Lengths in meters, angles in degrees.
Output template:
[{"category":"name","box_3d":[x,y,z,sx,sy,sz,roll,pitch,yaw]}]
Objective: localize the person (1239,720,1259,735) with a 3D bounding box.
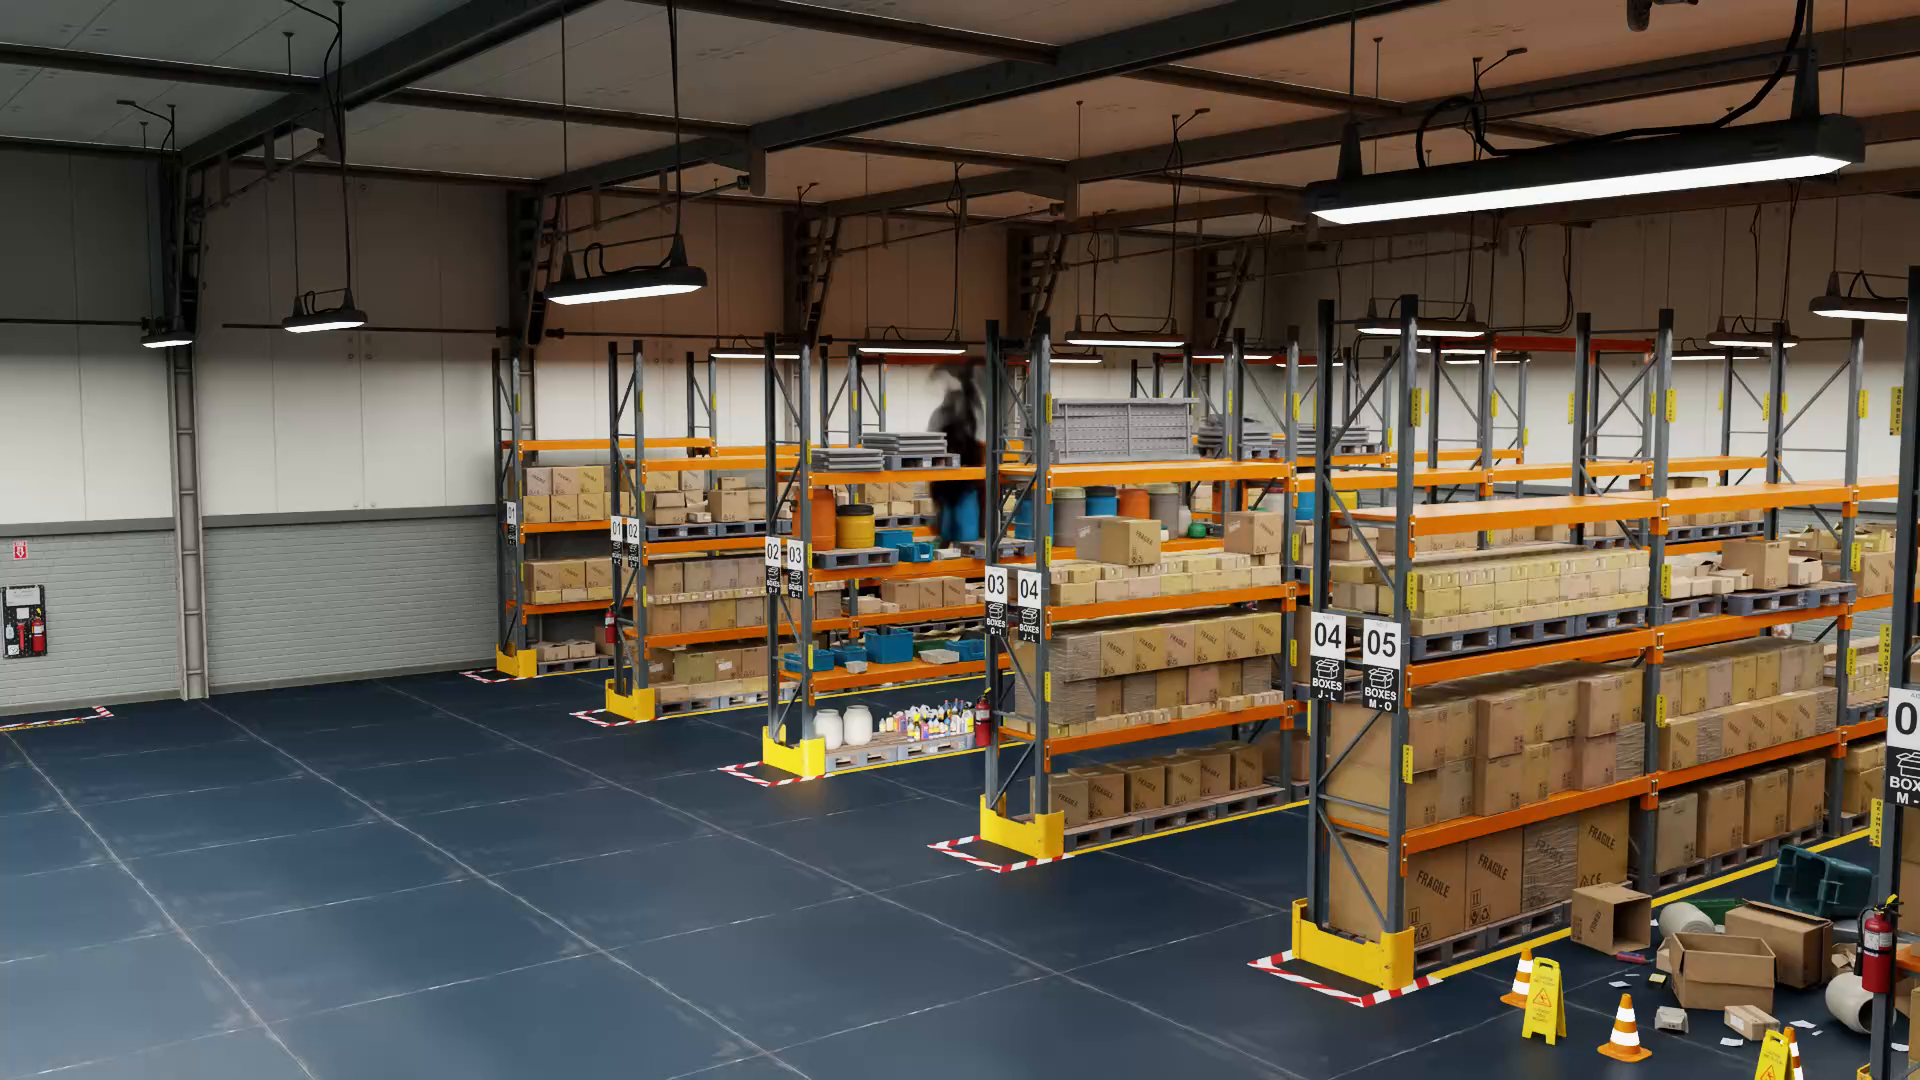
[{"category":"person","box_3d":[4.095,2.069,23.898,0.678,1.511,0.827,5,7,42]}]

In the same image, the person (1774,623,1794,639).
[{"category":"person","box_3d":[14.307,1.753,29.097,0.672,1.734,0.524,-1,5,-7]}]
